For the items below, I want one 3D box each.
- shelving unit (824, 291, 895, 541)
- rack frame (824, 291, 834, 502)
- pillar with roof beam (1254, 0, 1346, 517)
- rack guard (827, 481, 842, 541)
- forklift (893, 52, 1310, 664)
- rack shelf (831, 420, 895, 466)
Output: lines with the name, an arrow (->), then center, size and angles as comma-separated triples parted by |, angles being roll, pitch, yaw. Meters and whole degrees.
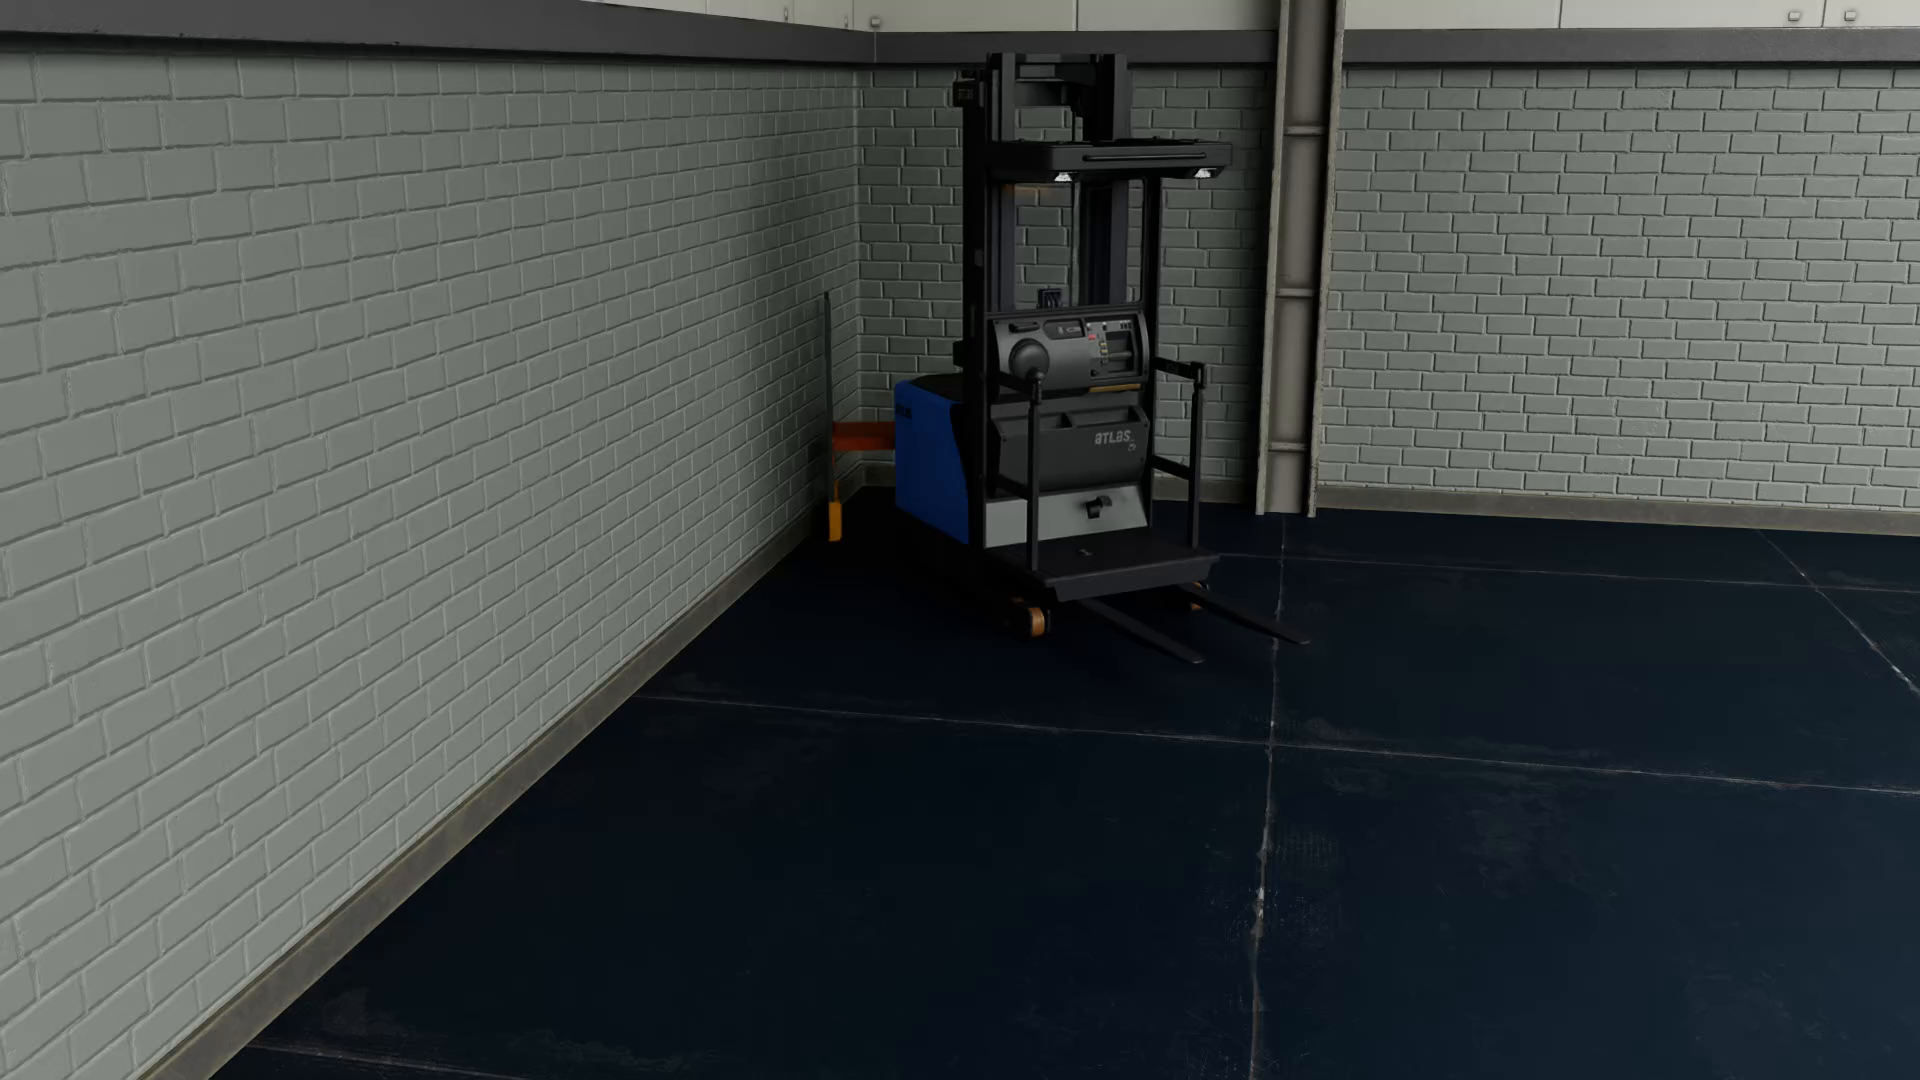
shelving unit -> -0.314, -0.806, 10.593 | 1.083, 1.500, 0.587 | -1, 16, -5
rack frame -> -0.829, -0.794, 10.550 | 0.032, 1.500, 0.500 | -1, 16, -5
pillar with roof beam -> 1.336, -3.412, 5.951 | 0.400, 9.000, 9.100 | 3, 16, 11
rack guard -> -0.810, -0.192, 10.718 | 0.087, 0.250, 0.587 | -1, 16, -5
forklift -> 0.697, -1.036, 8.742 | 1.130, 2.935, 3.031 | -8, 17, -25
rack shelf -> -0.323, -0.633, 10.640 | 1.000, 0.185, 0.538 | -1, 16, -5
